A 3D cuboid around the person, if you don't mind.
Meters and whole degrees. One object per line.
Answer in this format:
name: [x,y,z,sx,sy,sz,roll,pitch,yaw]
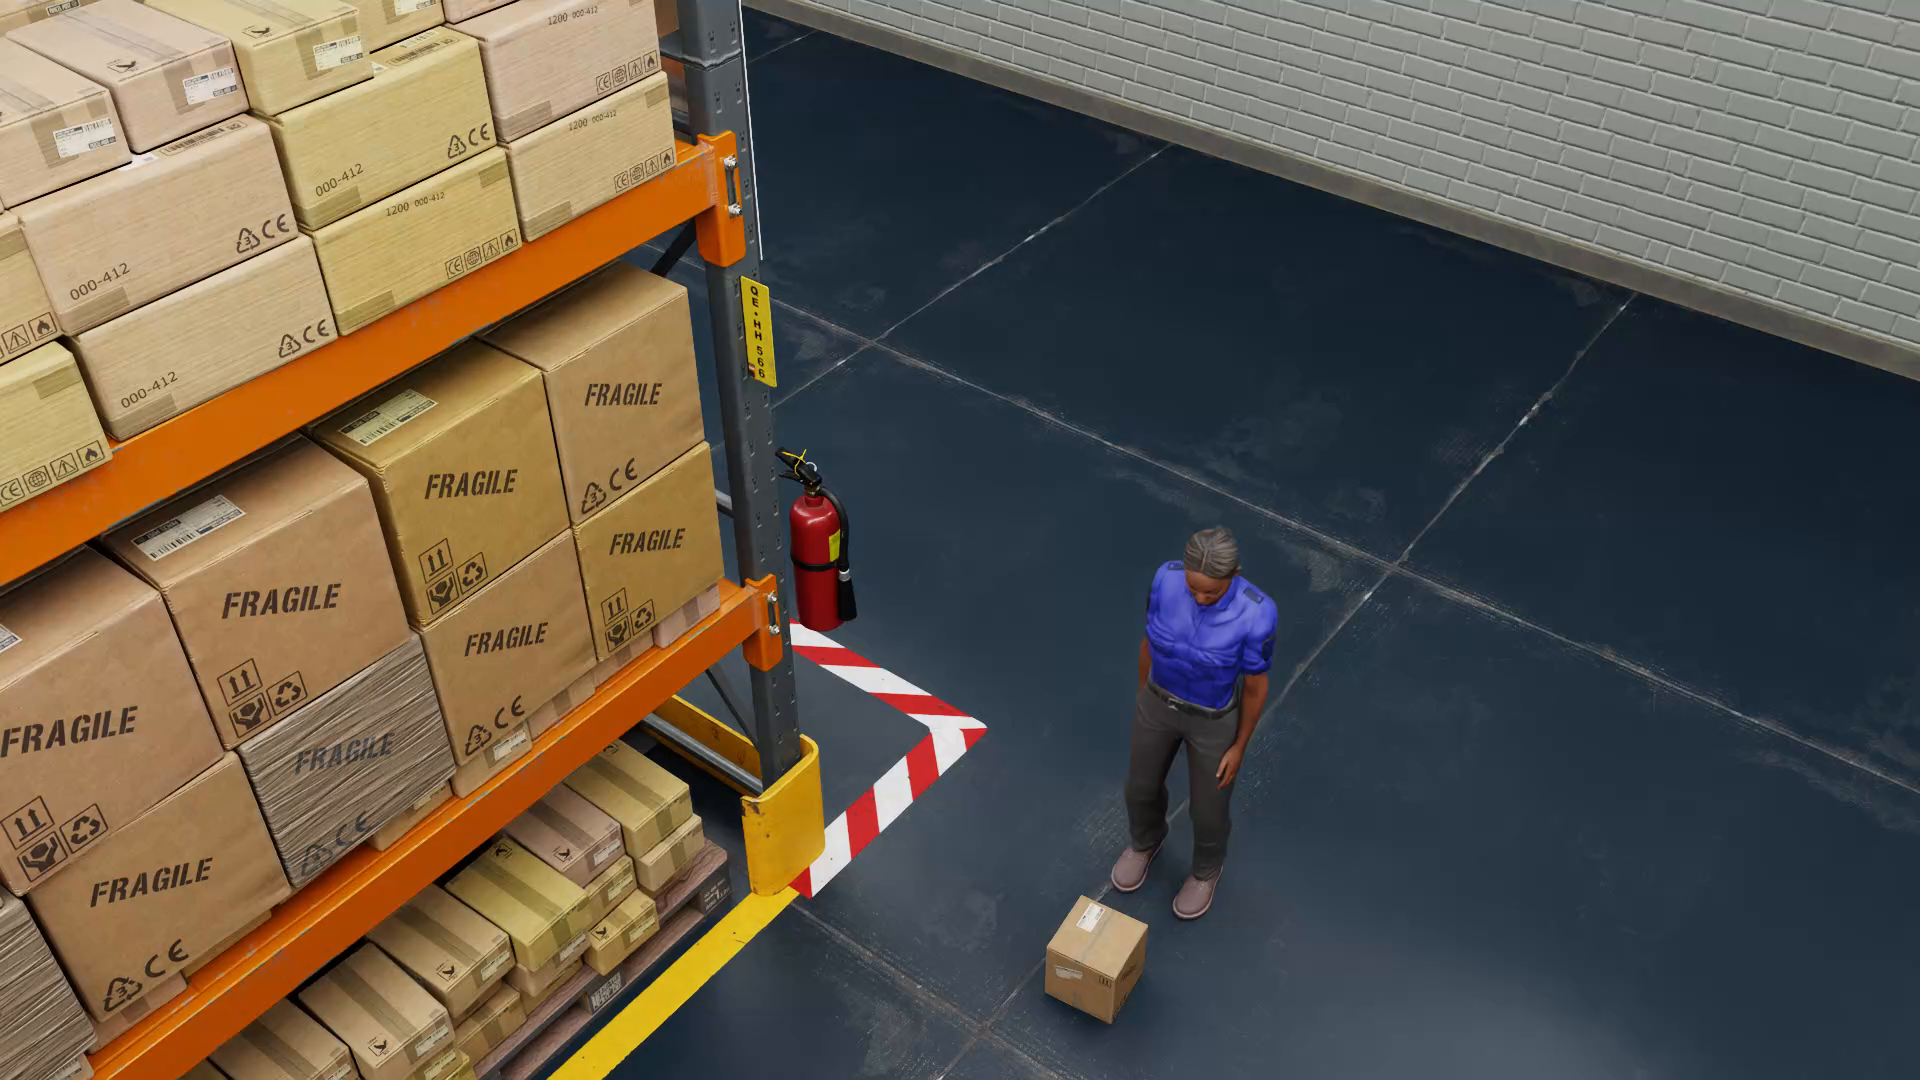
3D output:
person: [0.772,0.593,5.451,0.444,1.640,0.320,21,44,24]
